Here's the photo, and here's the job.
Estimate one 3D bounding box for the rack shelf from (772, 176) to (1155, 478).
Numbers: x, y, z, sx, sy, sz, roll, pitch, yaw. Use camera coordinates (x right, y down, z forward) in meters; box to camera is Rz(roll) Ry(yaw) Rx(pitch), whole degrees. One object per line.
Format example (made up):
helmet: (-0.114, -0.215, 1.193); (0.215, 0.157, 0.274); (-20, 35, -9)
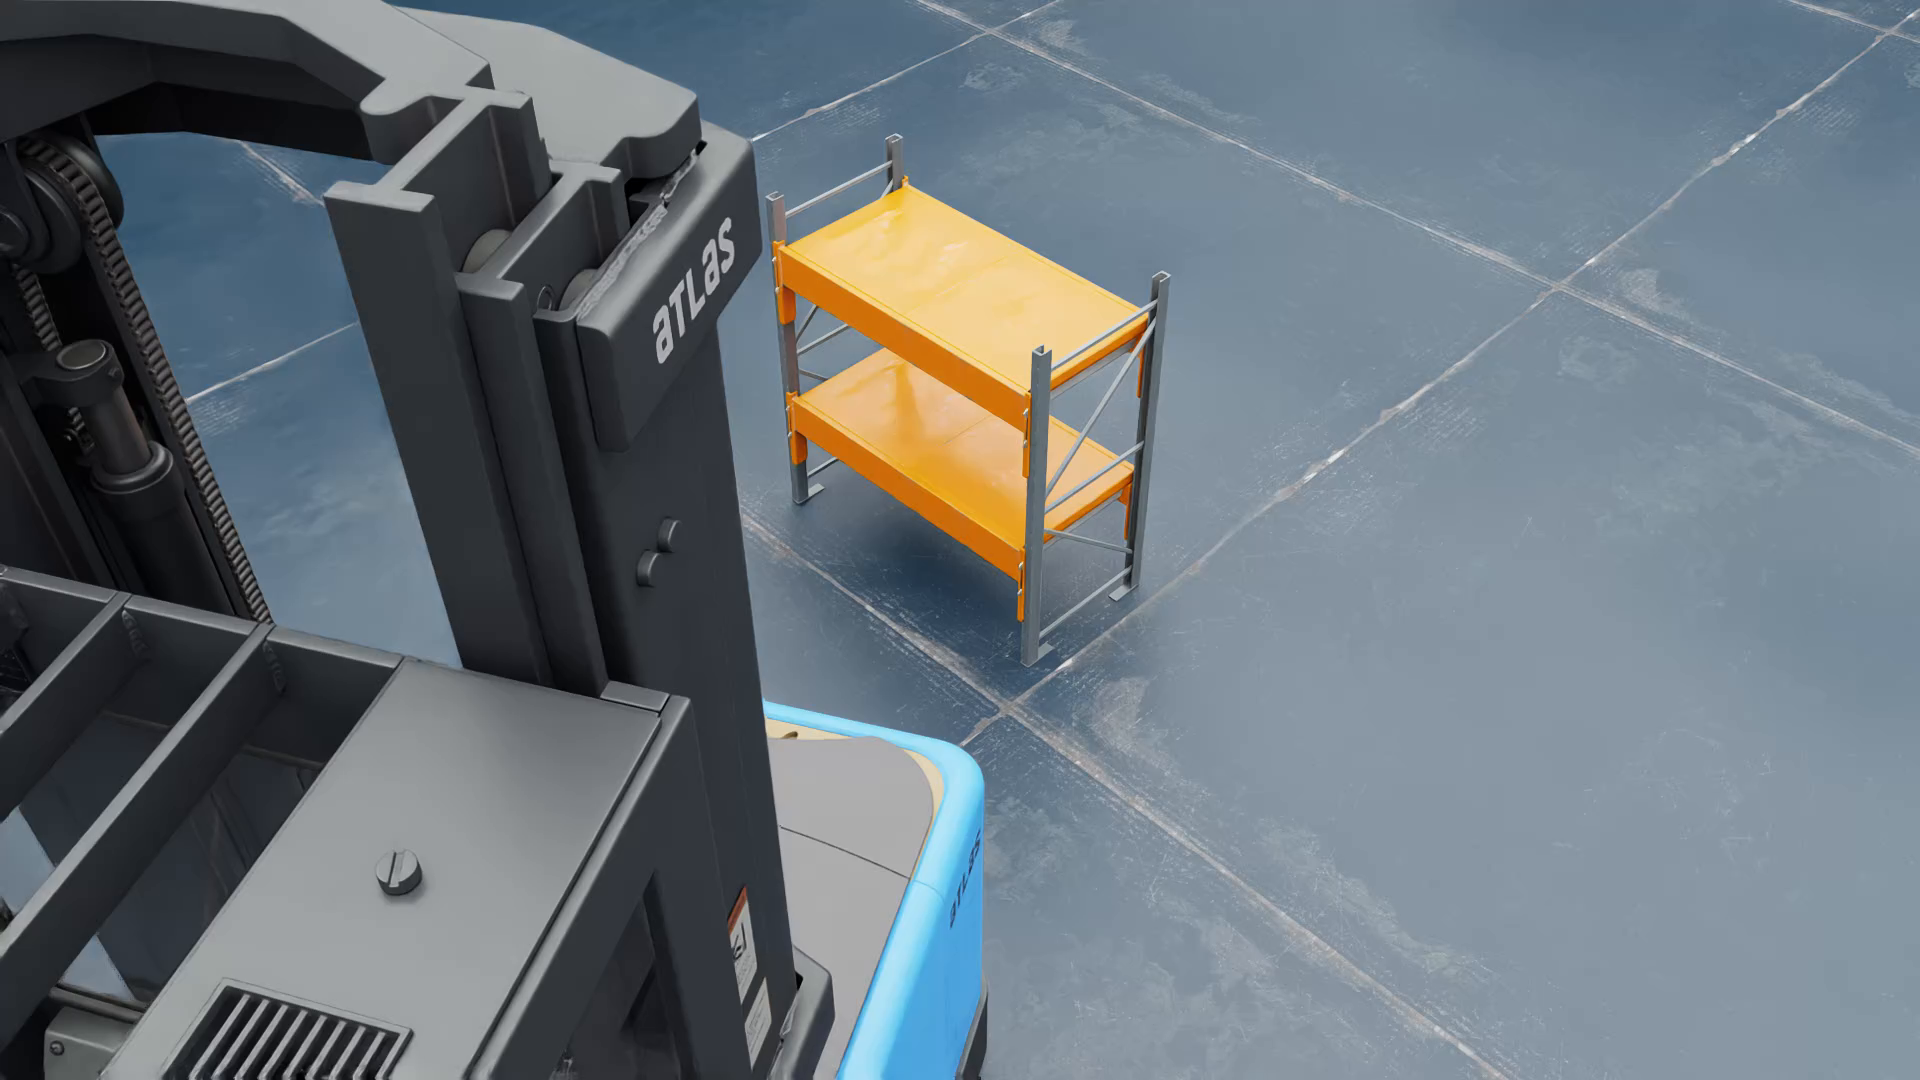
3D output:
rack shelf: (0.005, -0.625, 4.666); (0.538, 0.278, 1.000); (-34, 53, -31)

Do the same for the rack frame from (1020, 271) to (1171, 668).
rack frame: (0.364, -0.166, 4.600); (0.500, 1.125, 0.032); (-34, 53, -31)

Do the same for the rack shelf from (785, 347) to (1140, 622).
rack shelf: (0.005, -0.230, 5.031); (0.538, 0.278, 1.000); (-34, 53, -31)

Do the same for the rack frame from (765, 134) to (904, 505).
rack frame: (-0.354, -0.654, 5.129); (0.500, 1.125, 0.032); (-34, 53, -31)

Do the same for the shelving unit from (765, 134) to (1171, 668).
shelving unit: (0.005, -0.410, 4.865); (0.538, 1.125, 1.048); (-34, 53, -31)

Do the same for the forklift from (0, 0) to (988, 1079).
forklift: (-0.836, 0.988, 2.021); (1.130, 2.935, 3.031); (11, 44, 12)
